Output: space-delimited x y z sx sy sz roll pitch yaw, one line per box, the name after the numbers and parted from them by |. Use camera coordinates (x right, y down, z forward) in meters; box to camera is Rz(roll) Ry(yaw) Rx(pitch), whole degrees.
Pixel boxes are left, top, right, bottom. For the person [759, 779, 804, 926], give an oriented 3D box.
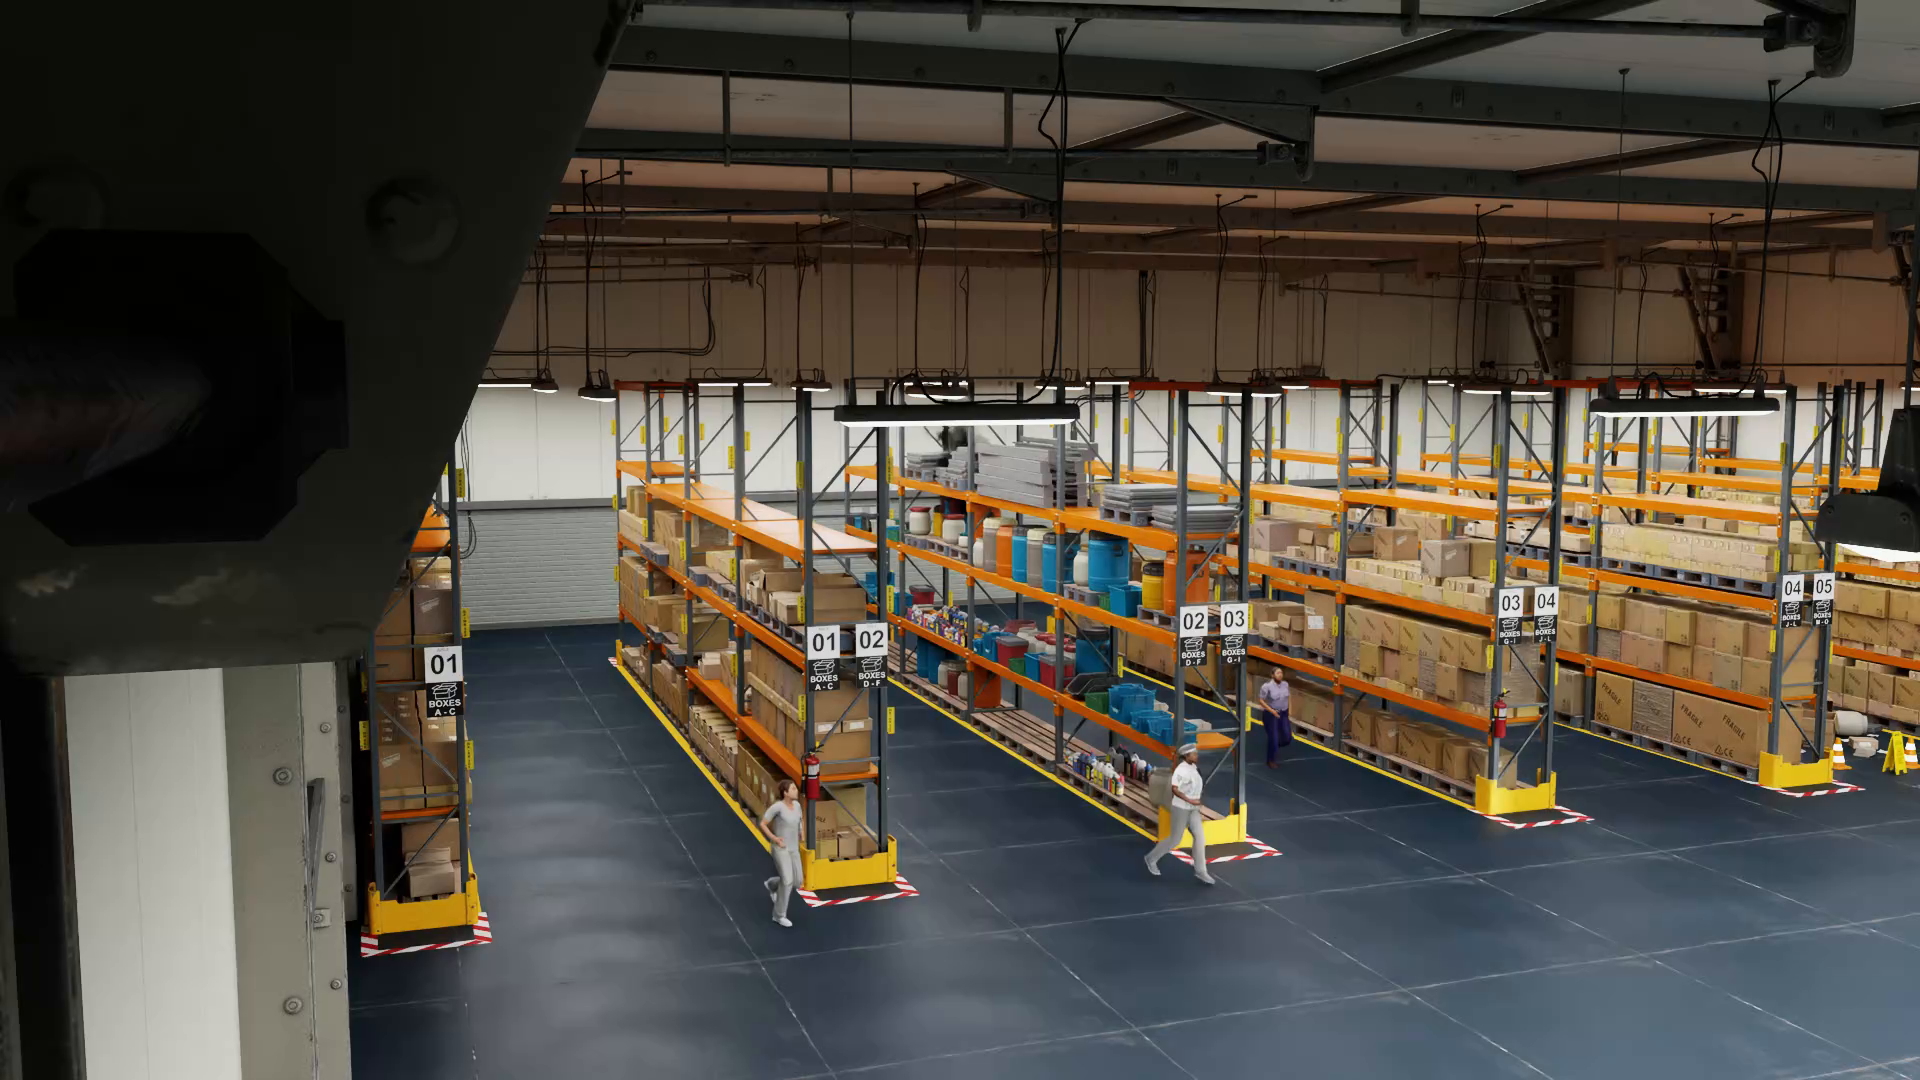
-2.021 3.544 19.091 0.679 1.601 0.587 5 8 42 | person

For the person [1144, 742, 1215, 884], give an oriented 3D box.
2.800 3.326 20.514 0.921 1.675 0.662 4 7 35 | person

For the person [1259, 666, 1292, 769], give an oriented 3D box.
4.987 2.781 26.129 0.640 1.606 0.534 -3 7 -23 | person
